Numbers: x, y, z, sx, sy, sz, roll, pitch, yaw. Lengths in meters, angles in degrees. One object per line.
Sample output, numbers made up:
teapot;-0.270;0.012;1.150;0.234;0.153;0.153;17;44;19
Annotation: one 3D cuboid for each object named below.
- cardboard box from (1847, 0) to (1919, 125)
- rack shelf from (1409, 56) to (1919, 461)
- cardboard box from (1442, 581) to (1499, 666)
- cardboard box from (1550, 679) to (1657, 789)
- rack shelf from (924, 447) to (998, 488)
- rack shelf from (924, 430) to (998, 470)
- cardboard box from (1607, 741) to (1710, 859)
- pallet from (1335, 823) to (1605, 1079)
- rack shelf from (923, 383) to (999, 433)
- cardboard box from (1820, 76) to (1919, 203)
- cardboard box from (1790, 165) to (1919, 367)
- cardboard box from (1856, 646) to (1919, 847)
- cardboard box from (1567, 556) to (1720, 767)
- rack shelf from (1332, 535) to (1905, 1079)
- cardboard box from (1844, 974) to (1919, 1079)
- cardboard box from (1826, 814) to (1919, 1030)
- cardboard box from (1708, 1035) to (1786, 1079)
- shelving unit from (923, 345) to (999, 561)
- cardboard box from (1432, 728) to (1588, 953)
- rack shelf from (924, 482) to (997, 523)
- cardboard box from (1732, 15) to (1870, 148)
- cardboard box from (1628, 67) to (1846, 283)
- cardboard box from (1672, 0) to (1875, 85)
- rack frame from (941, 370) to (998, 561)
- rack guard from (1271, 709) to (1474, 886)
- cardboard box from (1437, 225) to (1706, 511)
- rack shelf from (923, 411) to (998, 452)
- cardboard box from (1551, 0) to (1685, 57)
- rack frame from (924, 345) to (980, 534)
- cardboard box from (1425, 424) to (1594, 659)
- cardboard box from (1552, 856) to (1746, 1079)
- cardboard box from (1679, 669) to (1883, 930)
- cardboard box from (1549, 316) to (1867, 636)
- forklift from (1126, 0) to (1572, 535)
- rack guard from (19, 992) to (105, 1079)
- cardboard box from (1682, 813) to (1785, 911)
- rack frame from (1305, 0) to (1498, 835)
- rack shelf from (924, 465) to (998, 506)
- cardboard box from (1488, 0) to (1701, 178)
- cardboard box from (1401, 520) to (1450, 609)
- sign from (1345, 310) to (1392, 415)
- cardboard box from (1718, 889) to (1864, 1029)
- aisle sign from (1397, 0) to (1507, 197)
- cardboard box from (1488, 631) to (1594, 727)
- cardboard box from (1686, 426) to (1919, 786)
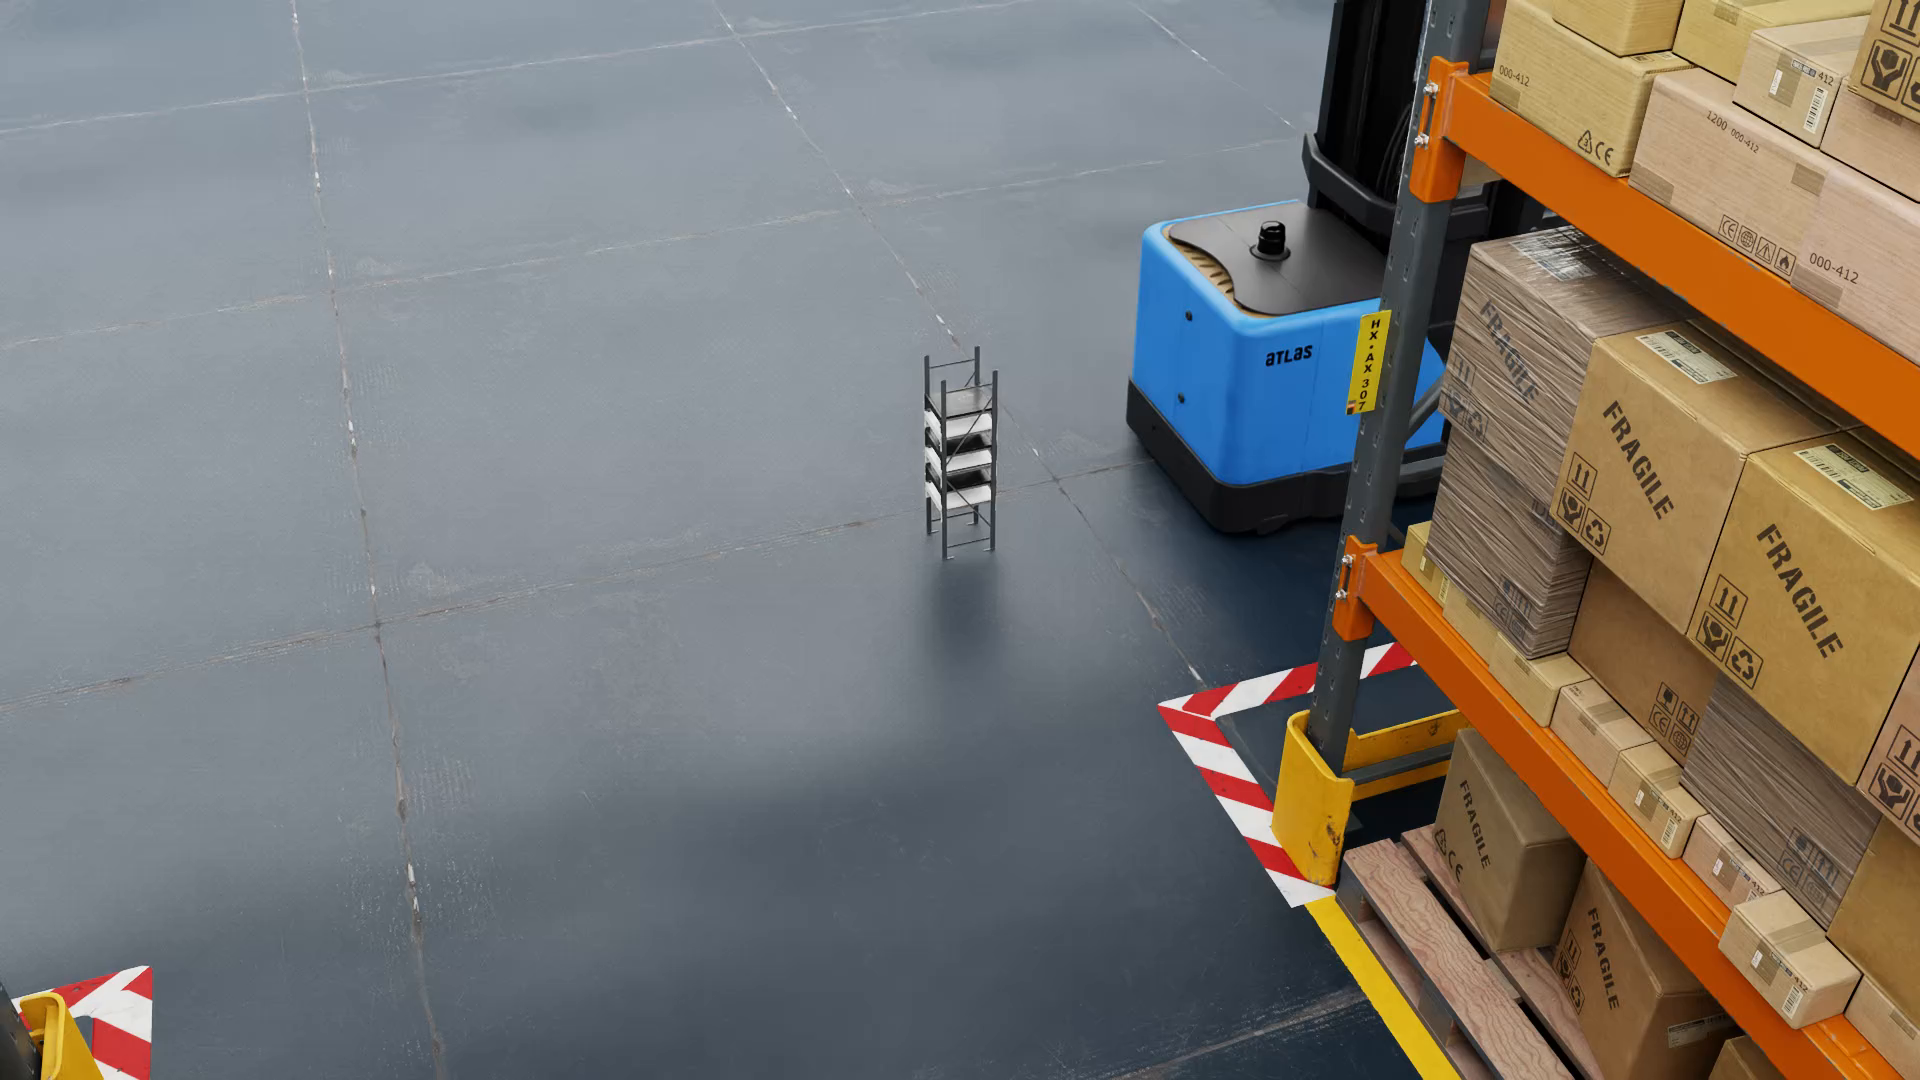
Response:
cardboard box;1.923;-0.928;2.749;0.500;0.500;0.500;-13;39;-16
rack shelf;2.354;-0.047;2.924;1.077;0.370;4.000;-12;39;-16
cardboard box;1.608;0.190;4.713;0.380;0.149;0.250;-12;39;-16
cardboard box;1.785;0.471;4.340;0.380;0.149;0.250;-12;39;-16
rack shelf;0.003;-0.328;6.993;0.258;0.077;0.200;-12;39;-16
rack shelf;0.003;-0.400;6.939;0.258;0.077;0.200;-12;39;-16
cardboard box;1.865;0.614;4.150;0.380;0.149;0.250;-12;39;-16
pallet;1.938;1.357;5.273;1.003;0.211;1.213;-12;39;-16
rack shelf;0.003;-0.544;6.831;0.258;0.077;0.200;-12;39;-16
cardboard box;1.851;-0.769;3.078;0.380;0.149;0.250;-13;39;-16
cardboard box;1.939;-0.507;3.062;0.500;0.250;0.500;-13;39;-16
cardboard box;2.116;0.391;3.077;0.500;0.500;0.500;-12;39;-16
cardboard box;2.114;0.150;4.228;0.875;0.500;0.500;-12;39;-16
rack shelf;2.354;1.151;3.826;1.077;0.370;4.000;-12;39;-16
cardboard box;2.176;1.026;3.603;0.380;0.149;0.250;-12;39;-16
cardboard box;2.406;0.726;3.463;0.875;0.500;0.500;-12;39;-16
cardboard box;2.300;1.609;4.349;0.500;0.500;0.500;-9;38;-12
shelving unit;0.003;-0.355;6.973;0.258;0.900;0.210;-12;39;-16
cardboard box;1.865;0.921;5.262;0.500;0.500;0.500;-6;37;-7
rack shelf;0.003;-0.184;7.102;0.258;0.077;0.200;-12;39;-16
cardboard box;1.771;-0.907;3.262;0.380;0.149;0.250;-11;38;-14
cardboard box;1.772;-0.788;3.435;0.500;0.250;0.500;-13;39;-17
cardboard box;1.744;-1.076;3.486;0.380;0.149;0.250;-13;39;-17
rack frame;0.038;-0.297;6.897;0.240;0.900;0.006;-12;39;-16
rack guard;1.692;0.776;5.805;1.175;0.500;0.348;-12;39;-16
cardboard box;1.599;-0.457;4.202;0.500;0.500;0.500;-12;39;-16
rack shelf;0.003;-0.472;6.885;0.258;0.077;0.200;-12;39;-16
cardboard box;1.542;-1.193;3.641;0.380;0.149;0.250;-12;39;-15
rack frame;-0.032;-0.412;7.049;0.240;0.900;0.006;-12;39;-16
cardboard box;1.829;-0.108;4.570;0.875;0.500;0.500;-12;39;-16
cardboard box;2.103;1.252;4.823;0.500;0.500;0.500;-3;37;-4
cardboard box;2.245;0.441;3.841;0.875;0.500;0.500;-12;39;-16
cardboard box;1.765;-0.173;3.825;0.500;0.500;0.500;-12;39;-16
forklift;2.359;-1.735;7.117;3.031;2.935;1.130;-12;39;-16
rack guard;-3.034;1.689;4.592;1.175;0.500;0.348;-12;39;-16
cardboard box;1.976;0.750;3.970;0.380;0.149;0.250;-12;39;-16
rack frame;1.666;-0.266;5.110;1.000;3.000;0.127;-12;39;-16
rack shelf;0.003;-0.256;7.047;0.258;0.077;0.200;-12;39;-16
cardboard box;1.589;-1.078;3.820;0.500;0.250;0.500;-11;38;-15
cardboard box;1.540;0.045;4.906;0.380;0.149;0.250;-12;39;-16
sign;1.156;-0.499;4.700;0.100;0.325;0.005;-12;39;-16
cardboard box;1.965;0.912;3.754;0.380;0.149;0.250;-12;39;-16
aisle sign;1.363;-1.277;4.291;0.394;0.787;0.004;-12;39;-16
cardboard box;1.680;0.335;4.522;0.380;0.149;0.250;-12;39;-16
cardboard box;1.938;0.109;3.450;0.500;0.500;0.500;-12;39;-16
